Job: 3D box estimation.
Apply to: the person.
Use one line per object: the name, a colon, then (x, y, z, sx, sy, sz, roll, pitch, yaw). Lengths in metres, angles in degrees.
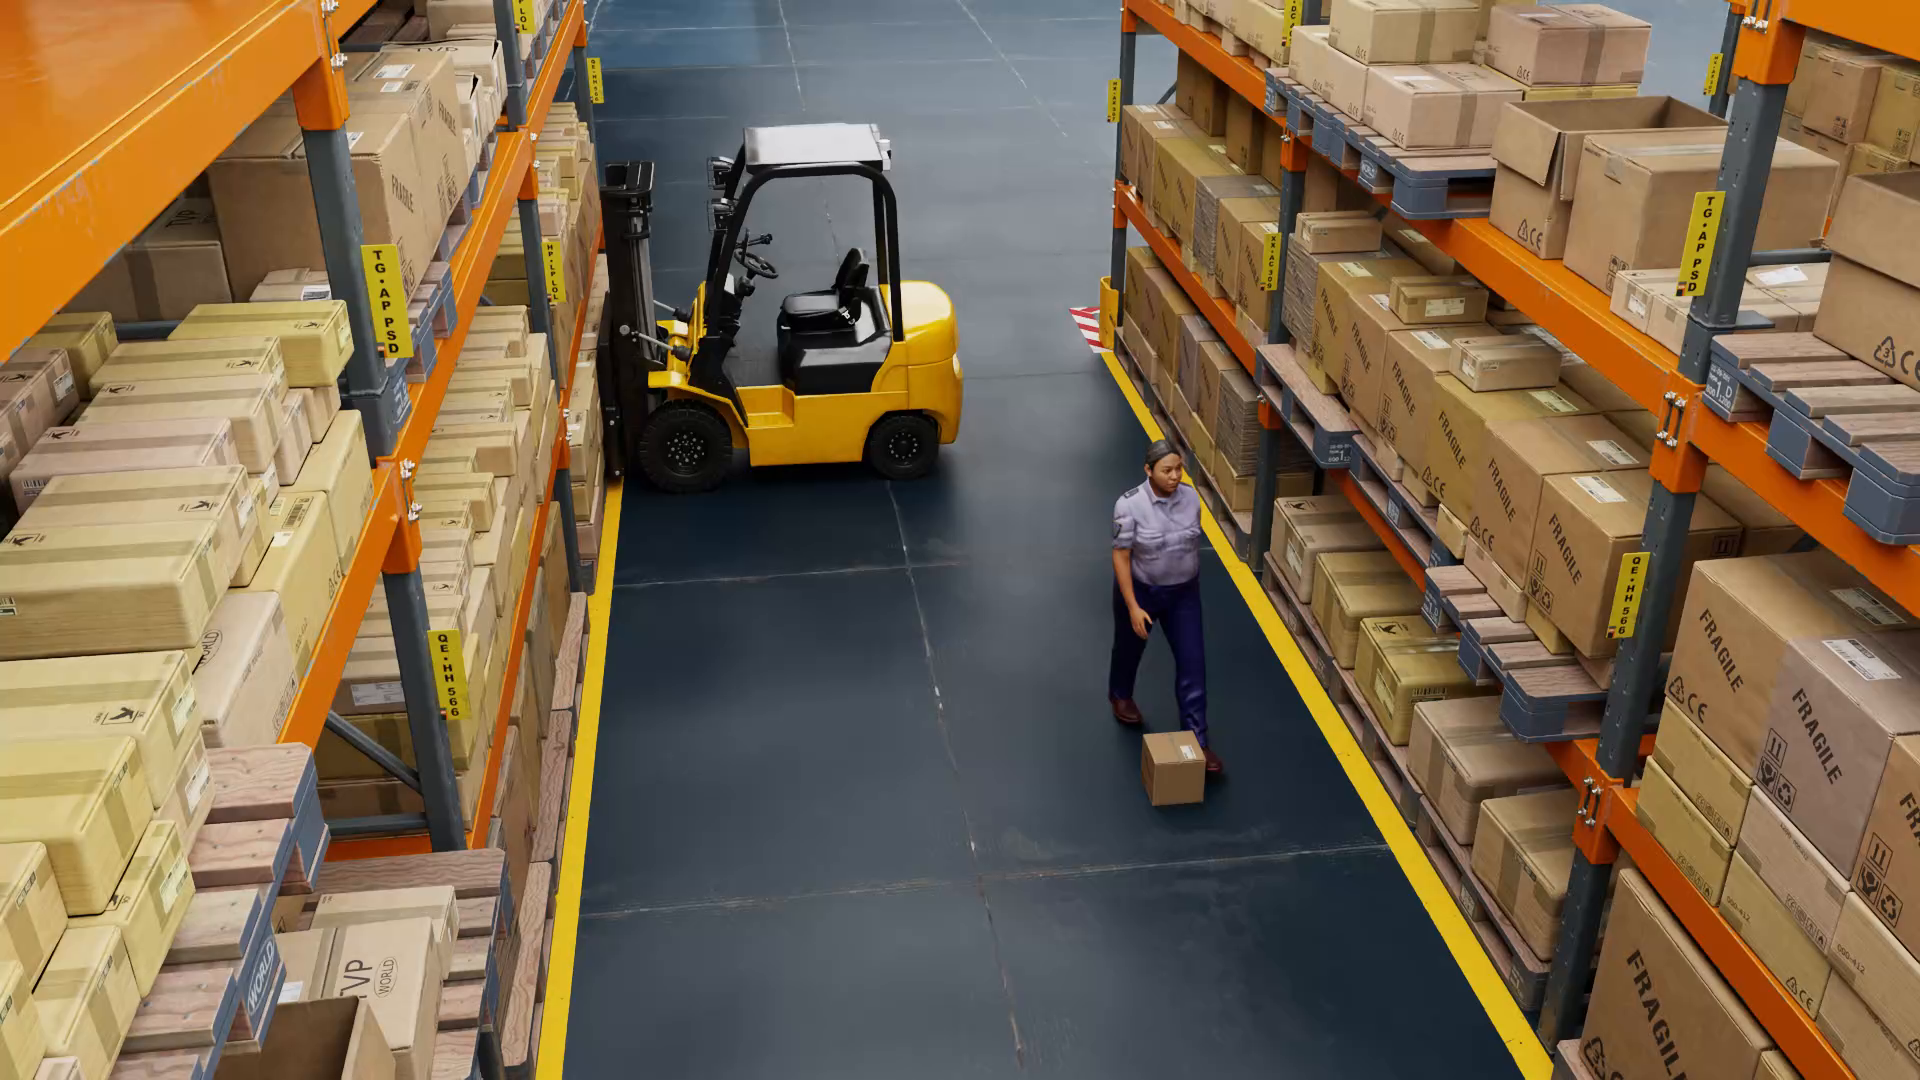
person: (0.978, 0.313, 8.047, 0.486, 1.585, 0.893, -6, 28, -12)
